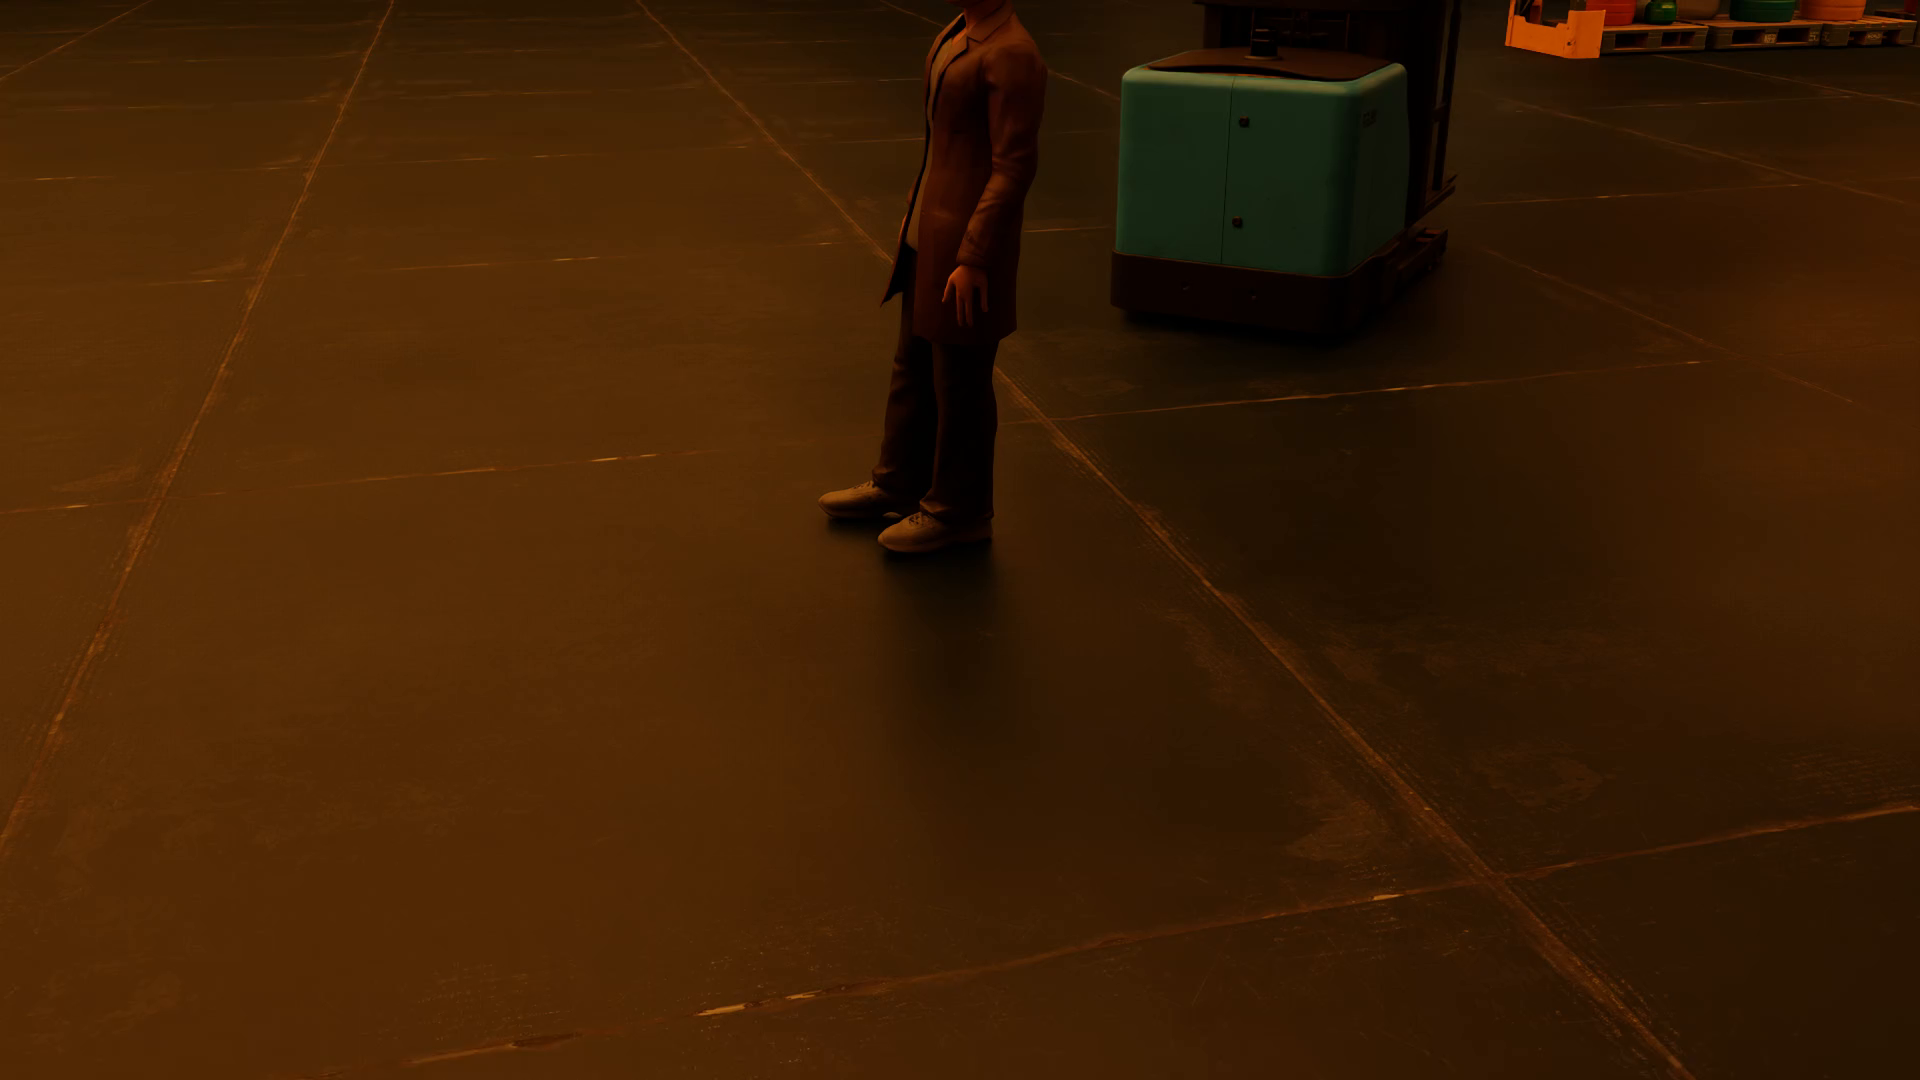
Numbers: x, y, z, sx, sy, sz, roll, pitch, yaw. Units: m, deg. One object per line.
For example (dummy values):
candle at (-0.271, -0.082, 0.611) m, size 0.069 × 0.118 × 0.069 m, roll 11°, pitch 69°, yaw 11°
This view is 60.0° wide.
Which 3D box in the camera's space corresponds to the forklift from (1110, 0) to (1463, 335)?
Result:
forklift at (1.785, -2.737, 7.740) m, size 1.130 × 2.935 × 3.031 m, roll 11°, pitch 26°, yaw 25°

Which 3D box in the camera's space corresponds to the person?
person at (-0.090, -0.817, 4.683) m, size 0.579 × 1.778 × 0.696 m, roll -6°, pitch 24°, yaw -14°
